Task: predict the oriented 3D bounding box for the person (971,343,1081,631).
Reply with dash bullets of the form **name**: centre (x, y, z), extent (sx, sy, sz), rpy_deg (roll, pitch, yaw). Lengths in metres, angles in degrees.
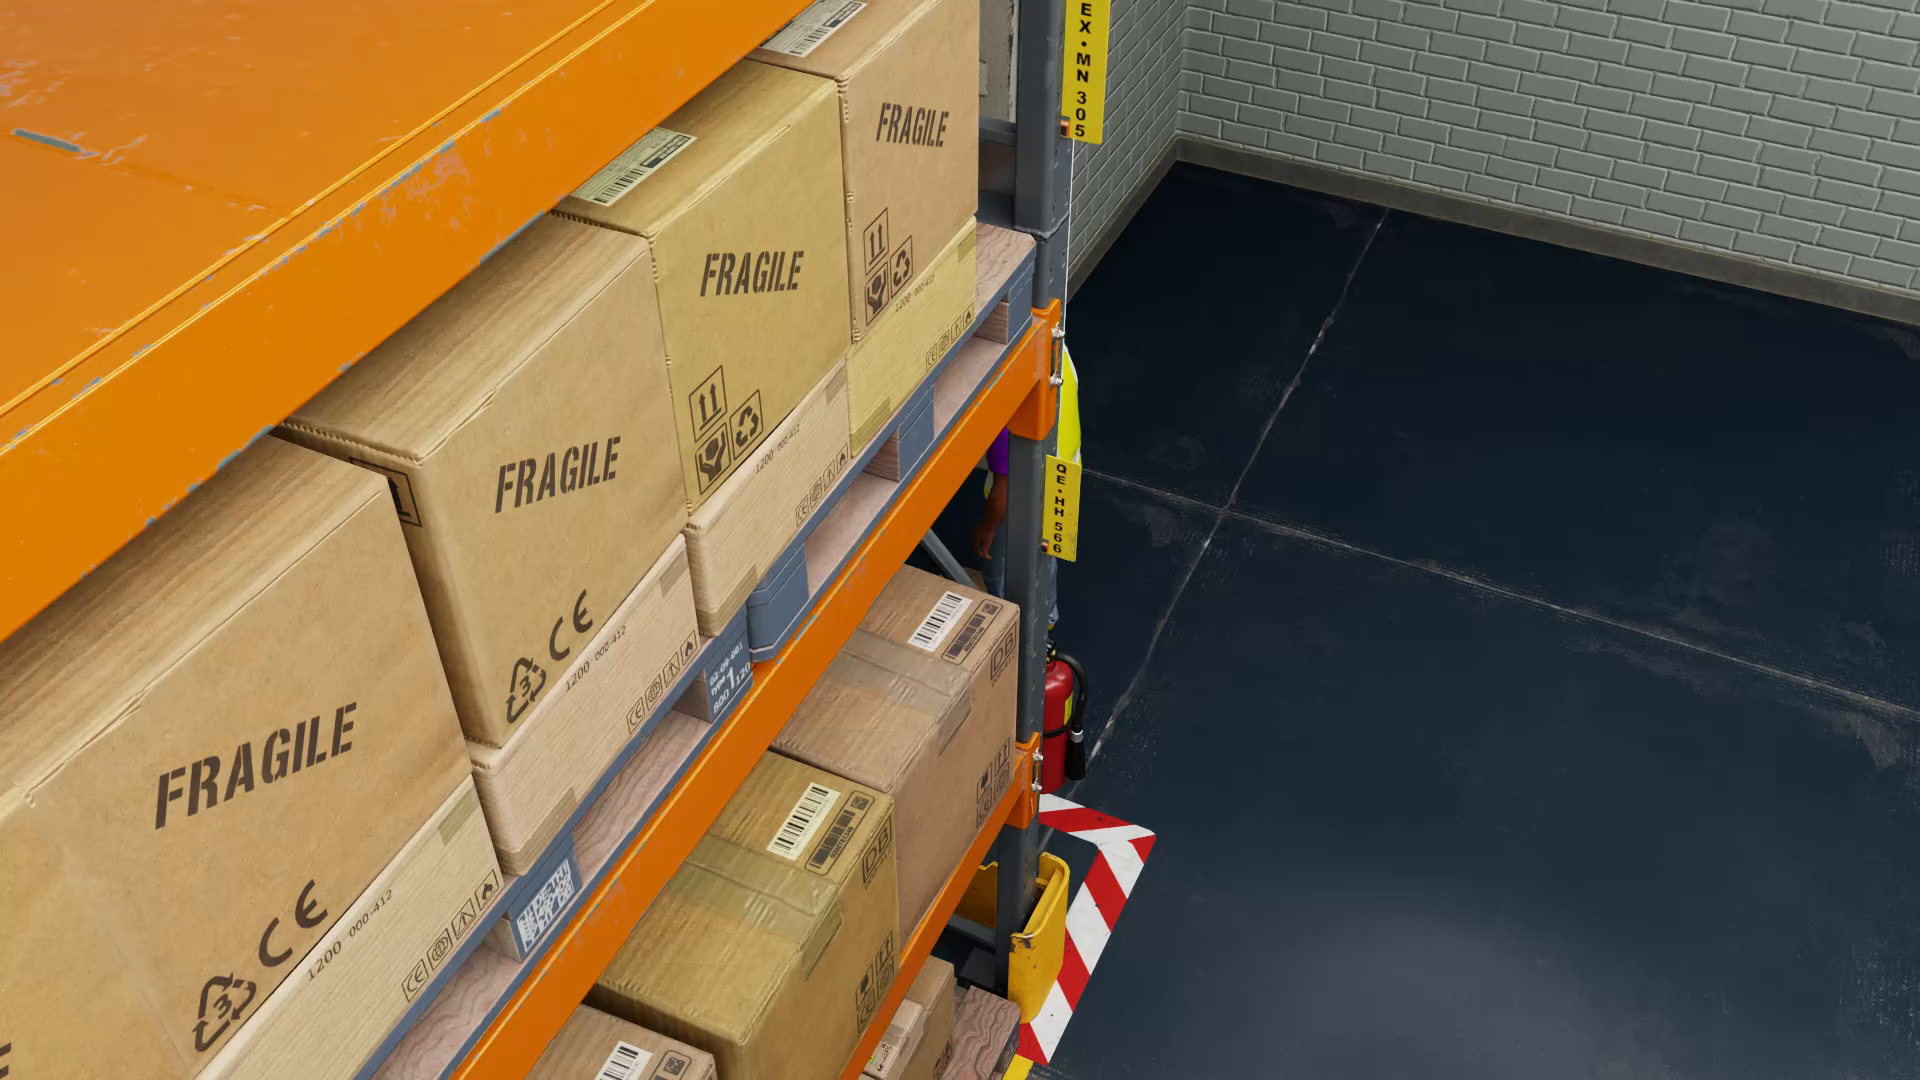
- **person**: centre (0.216, -0.212, 6.383), extent (0.460, 1.761, 0.637), rpy_deg (16, 44, 17)
